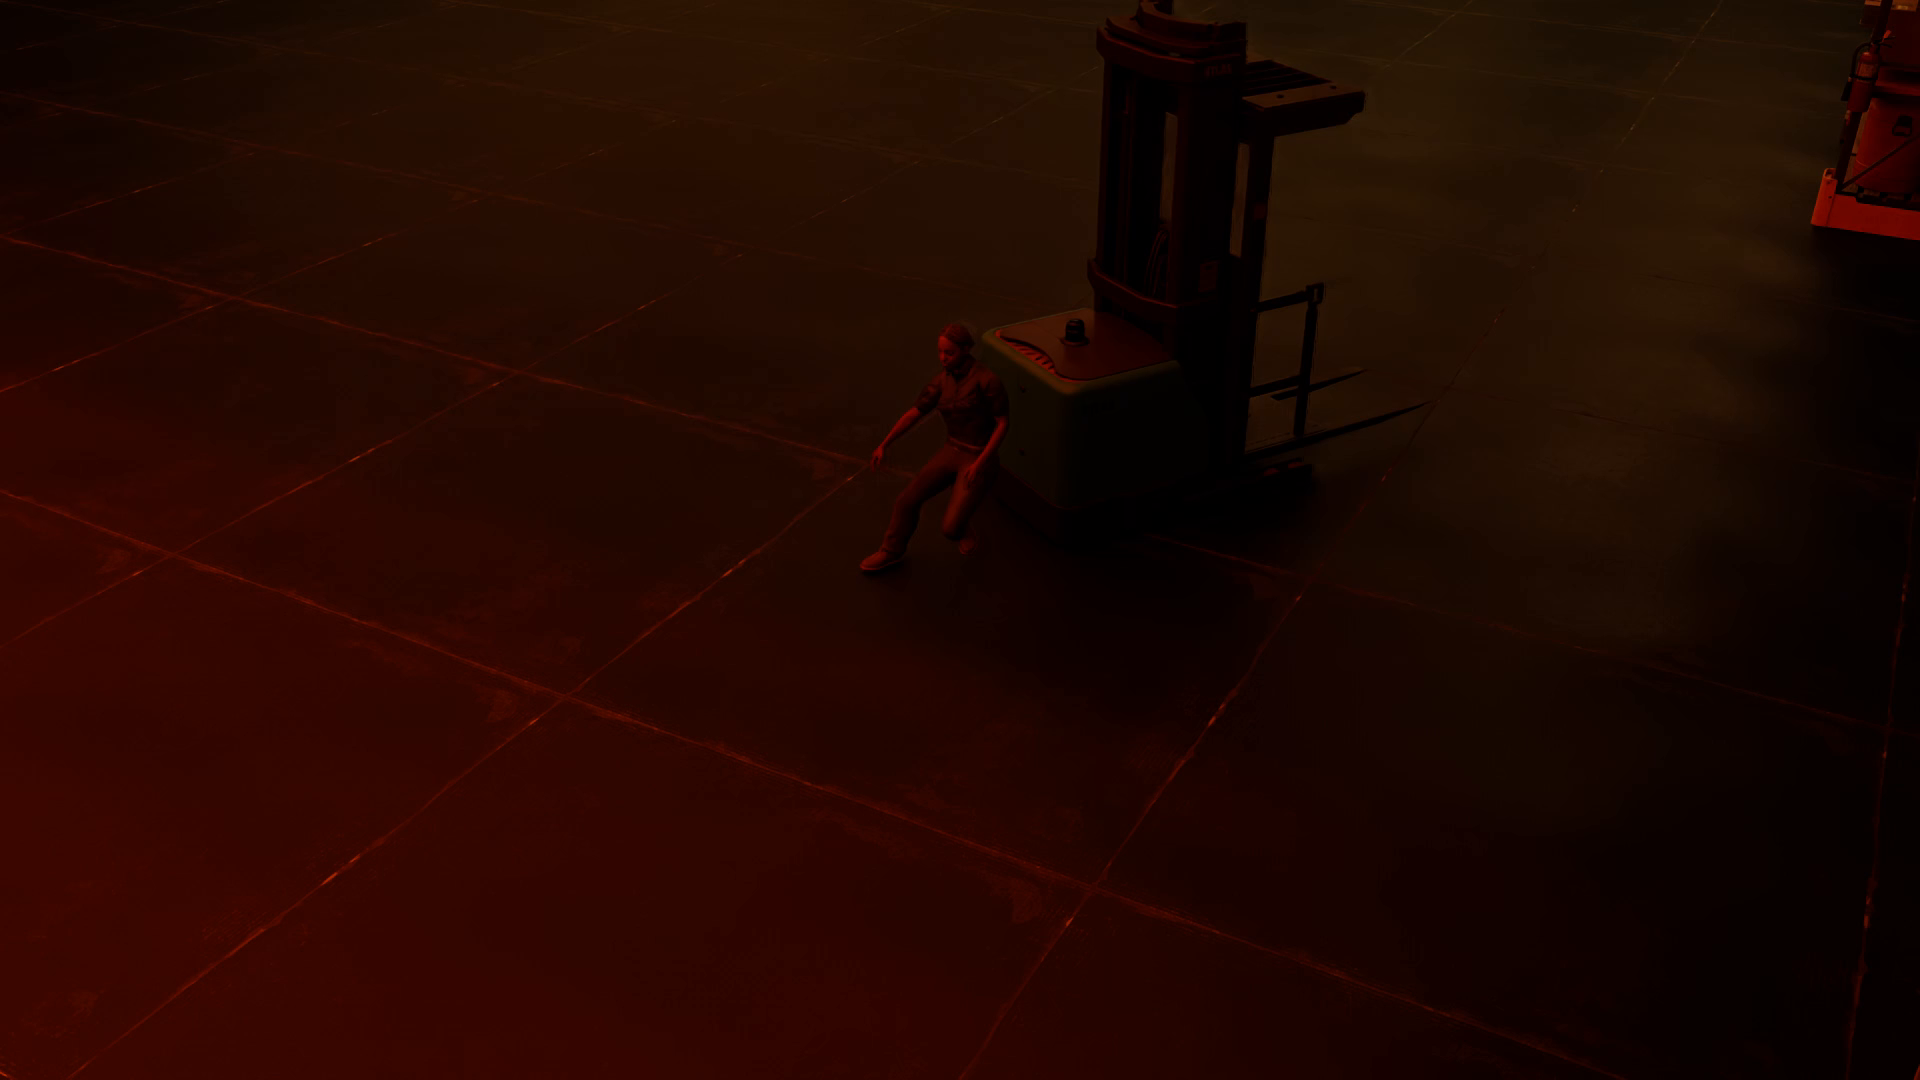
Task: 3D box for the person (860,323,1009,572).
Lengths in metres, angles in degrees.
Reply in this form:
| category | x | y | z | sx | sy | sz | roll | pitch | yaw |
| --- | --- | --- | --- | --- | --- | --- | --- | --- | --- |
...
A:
| category | x | y | z | sx | sy | sz | roll | pitch | yaw |
| --- | --- | --- | --- | --- | --- | --- | --- | --- | --- |
| person | -0.136 | -0.453 | 9.261 | 0.626 | 1.522 | 0.724 | -26 | 39 | -37 |

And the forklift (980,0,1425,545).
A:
| category | x | y | z | sx | sy | sz | roll | pitch | yaw |
| --- | --- | --- | --- | --- | --- | --- | --- | --- | --- |
| forklift | 1.646 | -1.767 | 10.132 | 3.031 | 2.935 | 1.130 | -16 | 34 | -26 |
